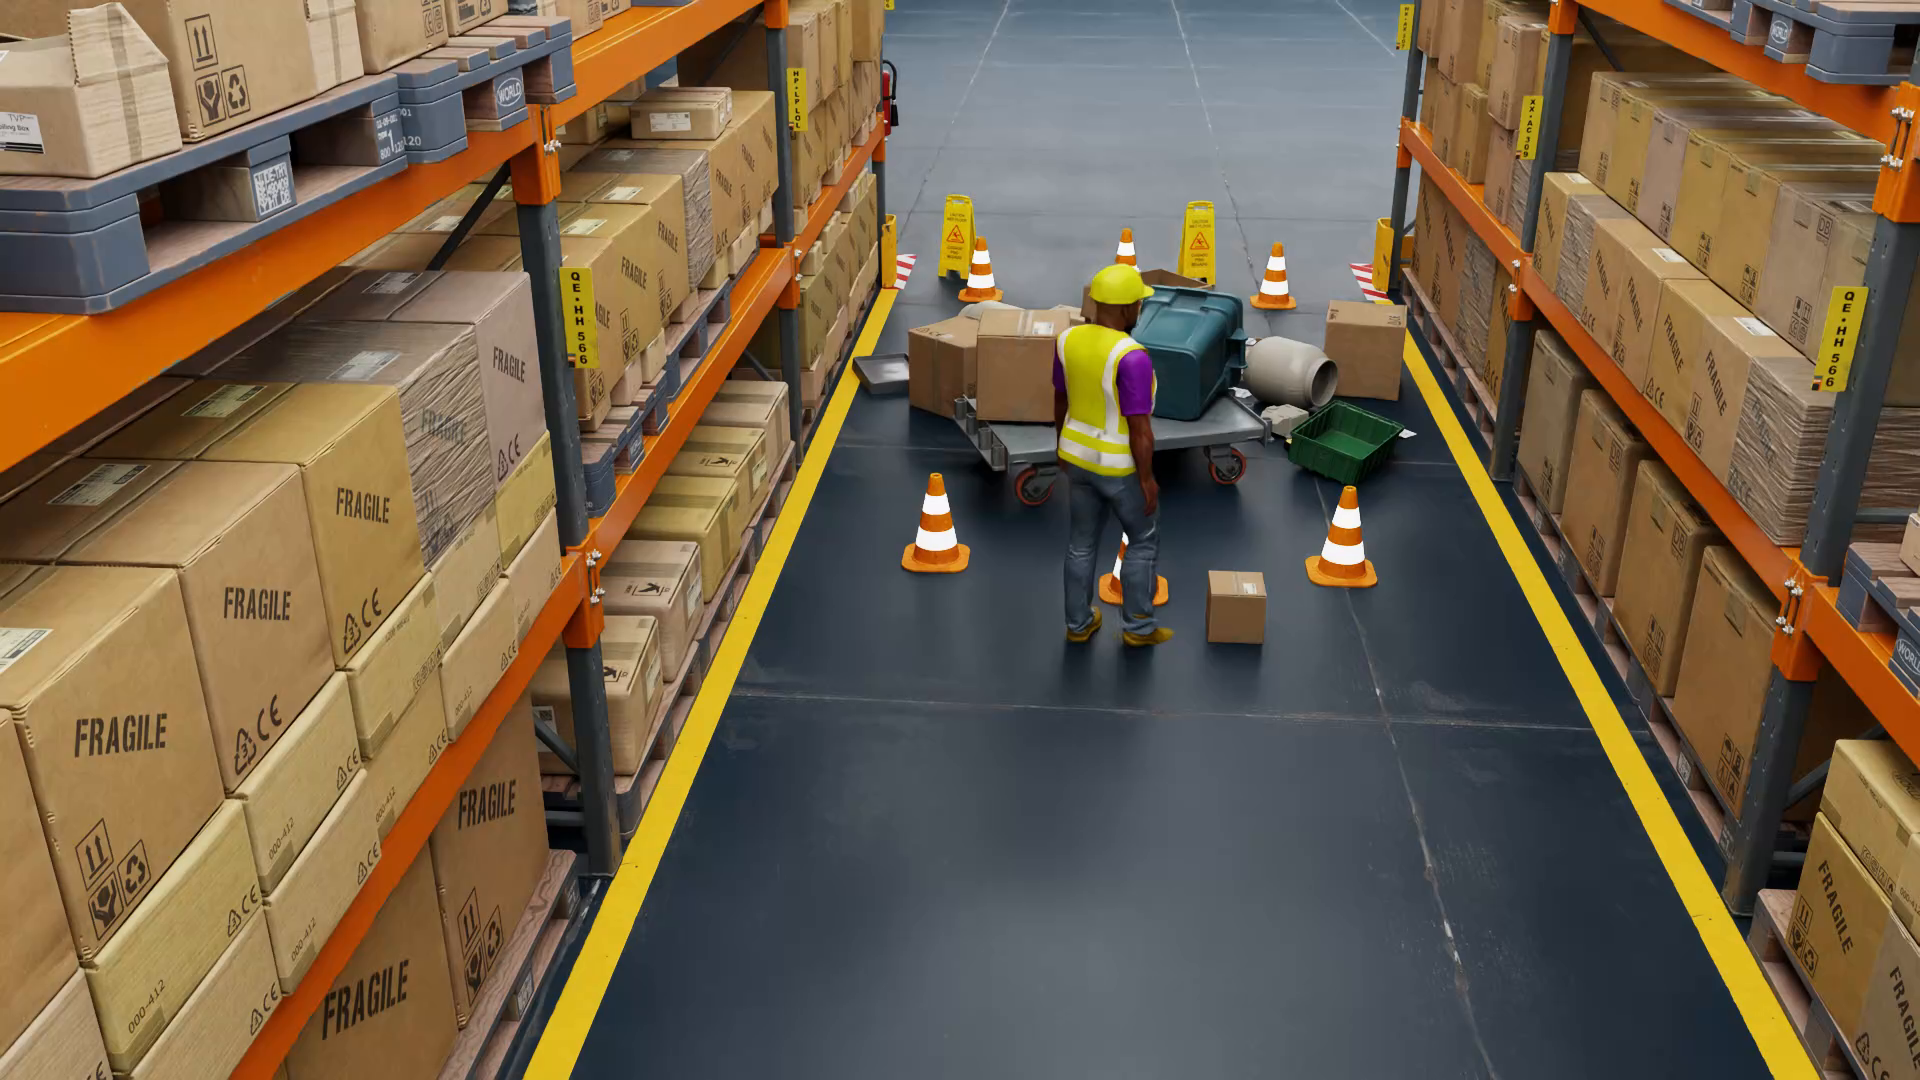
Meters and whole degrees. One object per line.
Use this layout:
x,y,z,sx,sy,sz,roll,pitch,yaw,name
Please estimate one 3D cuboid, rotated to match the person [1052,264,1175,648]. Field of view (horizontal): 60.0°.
0.686,-0.355,7.398,0.491,1.802,0.651,-22,32,-39,person
